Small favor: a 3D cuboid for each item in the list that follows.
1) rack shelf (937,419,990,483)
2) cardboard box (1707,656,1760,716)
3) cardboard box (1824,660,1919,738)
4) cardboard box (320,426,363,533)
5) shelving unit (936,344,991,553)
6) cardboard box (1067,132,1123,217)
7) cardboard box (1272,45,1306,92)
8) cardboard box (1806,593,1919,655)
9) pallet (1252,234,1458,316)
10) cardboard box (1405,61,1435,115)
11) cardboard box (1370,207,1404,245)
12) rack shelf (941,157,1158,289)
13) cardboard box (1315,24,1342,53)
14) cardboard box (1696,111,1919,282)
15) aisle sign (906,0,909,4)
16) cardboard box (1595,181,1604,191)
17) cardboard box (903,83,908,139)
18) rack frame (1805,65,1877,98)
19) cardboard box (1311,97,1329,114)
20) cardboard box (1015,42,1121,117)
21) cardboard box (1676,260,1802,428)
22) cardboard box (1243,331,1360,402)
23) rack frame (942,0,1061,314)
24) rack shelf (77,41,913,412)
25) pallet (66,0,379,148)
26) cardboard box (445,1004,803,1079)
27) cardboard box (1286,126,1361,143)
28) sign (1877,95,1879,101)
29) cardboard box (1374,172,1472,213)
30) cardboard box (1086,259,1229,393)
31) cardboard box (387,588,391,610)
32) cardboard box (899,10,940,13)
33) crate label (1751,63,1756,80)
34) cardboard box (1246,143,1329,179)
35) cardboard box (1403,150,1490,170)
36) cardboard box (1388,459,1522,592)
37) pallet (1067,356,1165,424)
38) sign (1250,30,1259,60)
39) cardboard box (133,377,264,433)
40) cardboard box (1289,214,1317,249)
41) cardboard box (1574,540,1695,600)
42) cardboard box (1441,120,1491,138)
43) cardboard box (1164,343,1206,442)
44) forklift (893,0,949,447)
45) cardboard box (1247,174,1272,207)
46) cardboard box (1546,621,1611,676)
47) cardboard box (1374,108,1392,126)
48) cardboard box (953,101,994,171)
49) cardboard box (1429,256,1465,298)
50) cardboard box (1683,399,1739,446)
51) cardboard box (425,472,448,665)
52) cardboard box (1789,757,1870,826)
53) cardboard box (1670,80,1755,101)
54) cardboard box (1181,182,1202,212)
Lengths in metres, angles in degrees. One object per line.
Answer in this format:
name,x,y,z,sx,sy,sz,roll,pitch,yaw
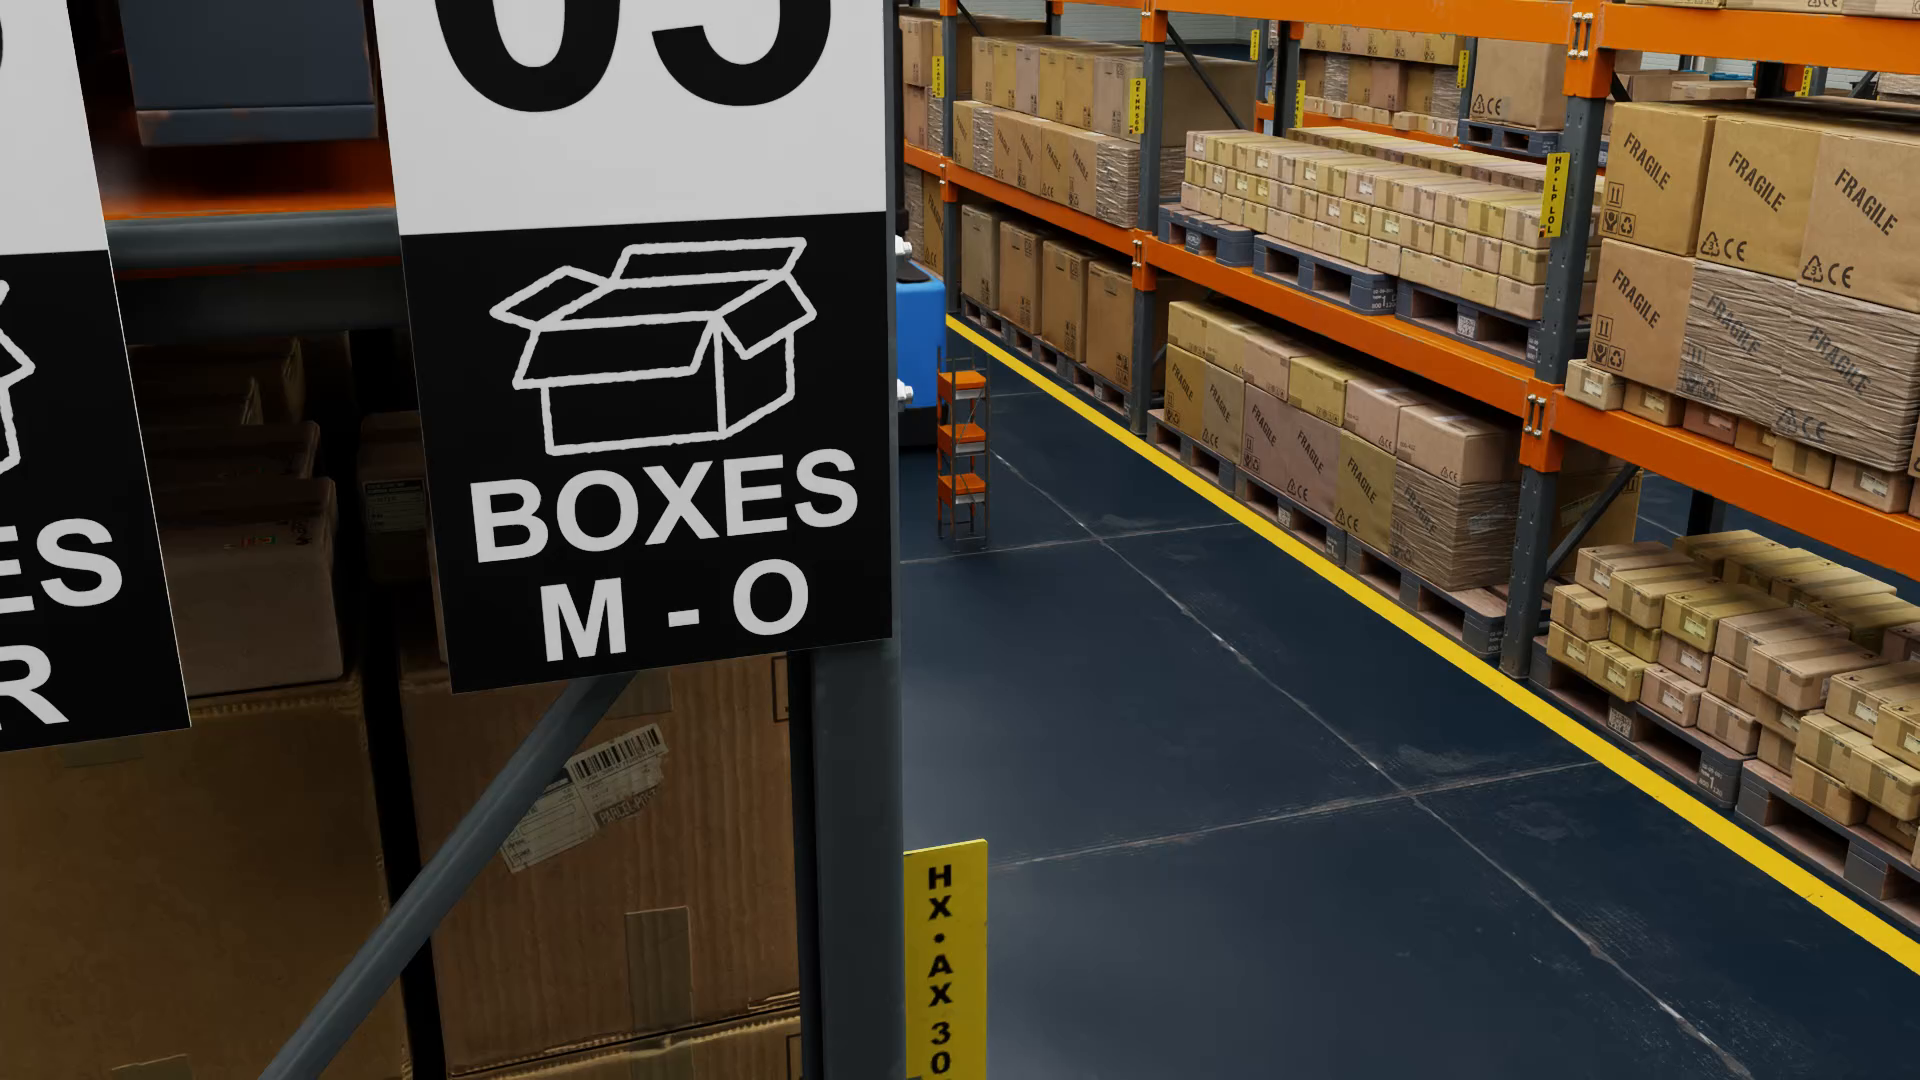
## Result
rack shelf,0.017,-0.467,8.695,0.215,0.259,0.240,-6,21,-17
cardboard box,3.030,0.517,6.195,0.380,0.149,0.250,-7,21,-20
cardboard box,3.200,0.547,5.671,0.380,0.149,0.250,-7,21,-19
cardboard box,-1.118,0.160,2.406,0.500,0.500,0.500,-6,21,-17
shelving unit,0.017,-0.477,8.691,0.215,1.050,0.252,-6,21,-17
cardboard box,1.053,-2.477,11.227,0.500,0.500,0.500,-6,21,-17
cardboard box,3.977,-5.223,18.433,0.875,0.500,0.500,-6,21,-17
cardboard box,3.431,0.329,6.279,0.380,0.149,0.250,-6,21,-15
pallet,2.266,-1.433,8.751,1.003,0.211,1.213,-6,21,-17
cardboard box,4.881,-4.434,16.236,0.875,0.500,0.500,-6,21,-17
cardboard box,2.220,-1.531,8.053,0.380,0.149,0.250,-8,21,-20
rack shelf,0.976,-2.457,12.384,1.077,0.370,4.000,-6,21,-17
cardboard box,4.054,-5.346,17.296,0.500,0.500,0.500,-6,21,-17
cardboard box,2.950,-1.192,5.732,0.500,0.500,0.500,-7,21,-19
aisle sign,-0.647,-5.999,17.335,0.394,0.787,0.004,-6,21,-17
cardboard box,3.003,-1.576,7.738,0.380,0.149,0.250,-6,21,-17
cardboard box,-0.032,-3.985,15.352,0.875,0.550,0.550,-6,21,-17
rack frame,6.345,-2.648,11.852,1.000,3.000,0.127,-6,21,-17
cardboard box,3.989,-4.657,17.817,0.380,0.149,0.250,-6,21,-17
cardboard box,0.831,-3.469,12.511,0.700,0.500,0.500,-6,21,-17
cardboard box,2.941,-0.713,5.877,0.500,0.500,0.500,-6,21,-17
cardboard box,1.894,-0.958,9.113,0.500,0.250,0.500,-6,21,-17
rack frame,0.347,-3.437,14.049,1.000,3.000,0.127,-6,21,-17
rack shelf,-1.177,-0.743,3.175,1.077,0.370,4.000,-6,21,-17
pallet,-0.791,-0.635,1.941,1.003,0.211,1.213,-6,21,-17
cardboard box,-0.427,0.740,2.270,0.500,0.500,0.500,-7,21,-18
cardboard box,2.194,-2.405,10.044,0.380,0.149,0.250,-7,21,-19
sign,9.264,-4.534,16.691,0.100,0.325,0.005,-6,21,-17
cardboard box,2.229,-1.670,8.000,0.380,0.149,0.250,-7,21,-19
cardboard box,1.499,-1.498,11.355,1.050,0.750,0.750,-7,21,-18
cardboard box,-1.440,0.307,3.476,0.500,0.500,0.500,-6,21,-16
cardboard box,-0.522,-4.816,16.067,0.875,0.550,0.550,-6,21,-17
crate label,9.368,-5.197,18.894,0.502,0.435,0.616,-6,21,-17
cardboard box,1.809,-2.094,9.179,0.380,0.149,0.250,-7,21,-19
cardboard box,2.598,-1.989,8.888,0.380,0.149,0.250,-5,20,-15
cardboard box,2.390,-0.102,7.840,0.500,0.500,0.500,-7,21,-18
pallet,1.428,-1.102,11.673,1.003,0.211,1.213,-6,21,-17
sign,3.316,-5.565,18.693,0.100,0.325,0.005,-6,21,-17
cardboard box,-1.115,-0.098,2.164,0.380,0.149,0.250,-7,21,-18
cardboard box,1.972,-1.643,8.803,0.380,0.149,0.250,-6,21,-16
cardboard box,2.774,0.127,6.843,0.380,0.149,0.250,-6,20,-15
cardboard box,4.741,-3.851,15.574,0.380,0.149,0.250,-6,21,-17
cardboard box,1.585,-0.921,10.119,0.500,0.500,0.500,-7,21,-20
forklift,-0.973,-2.363,11.159,1.130,2.935,3.031,-6,21,-15
cardboard box,1.820,-1.944,9.201,0.380,0.149,0.250,-6,21,-17
cardboard box,2.671,0.425,6.892,0.380,0.149,0.250,-7,21,-20
cardboard box,4.395,-4.258,16.705,0.380,0.149,0.250,-6,21,-17
cardboard box,0.257,-3.287,13.483,0.500,0.500,0.500,-6,21,-17
cardboard box,2.390,-1.219,7.624,0.380,0.149,0.250,-6,21,-17
cardboard box,2.926,-0.471,6.163,0.380,0.149,0.250,-7,21,-20
cardboard box,-0.397,0.006,1.877,0.380,0.149,0.250,-6,21,-16
cardboard box,3.118,0.837,5.745,0.380,0.149,0.250,-7,21,-19
cardboard box,5.867,-3.231,12.704,0.700,0.500,0.500,-3,20,-9
cardboard box,1.554,-2.068,9.987,0.380,0.149,0.250,-7,21,-18
